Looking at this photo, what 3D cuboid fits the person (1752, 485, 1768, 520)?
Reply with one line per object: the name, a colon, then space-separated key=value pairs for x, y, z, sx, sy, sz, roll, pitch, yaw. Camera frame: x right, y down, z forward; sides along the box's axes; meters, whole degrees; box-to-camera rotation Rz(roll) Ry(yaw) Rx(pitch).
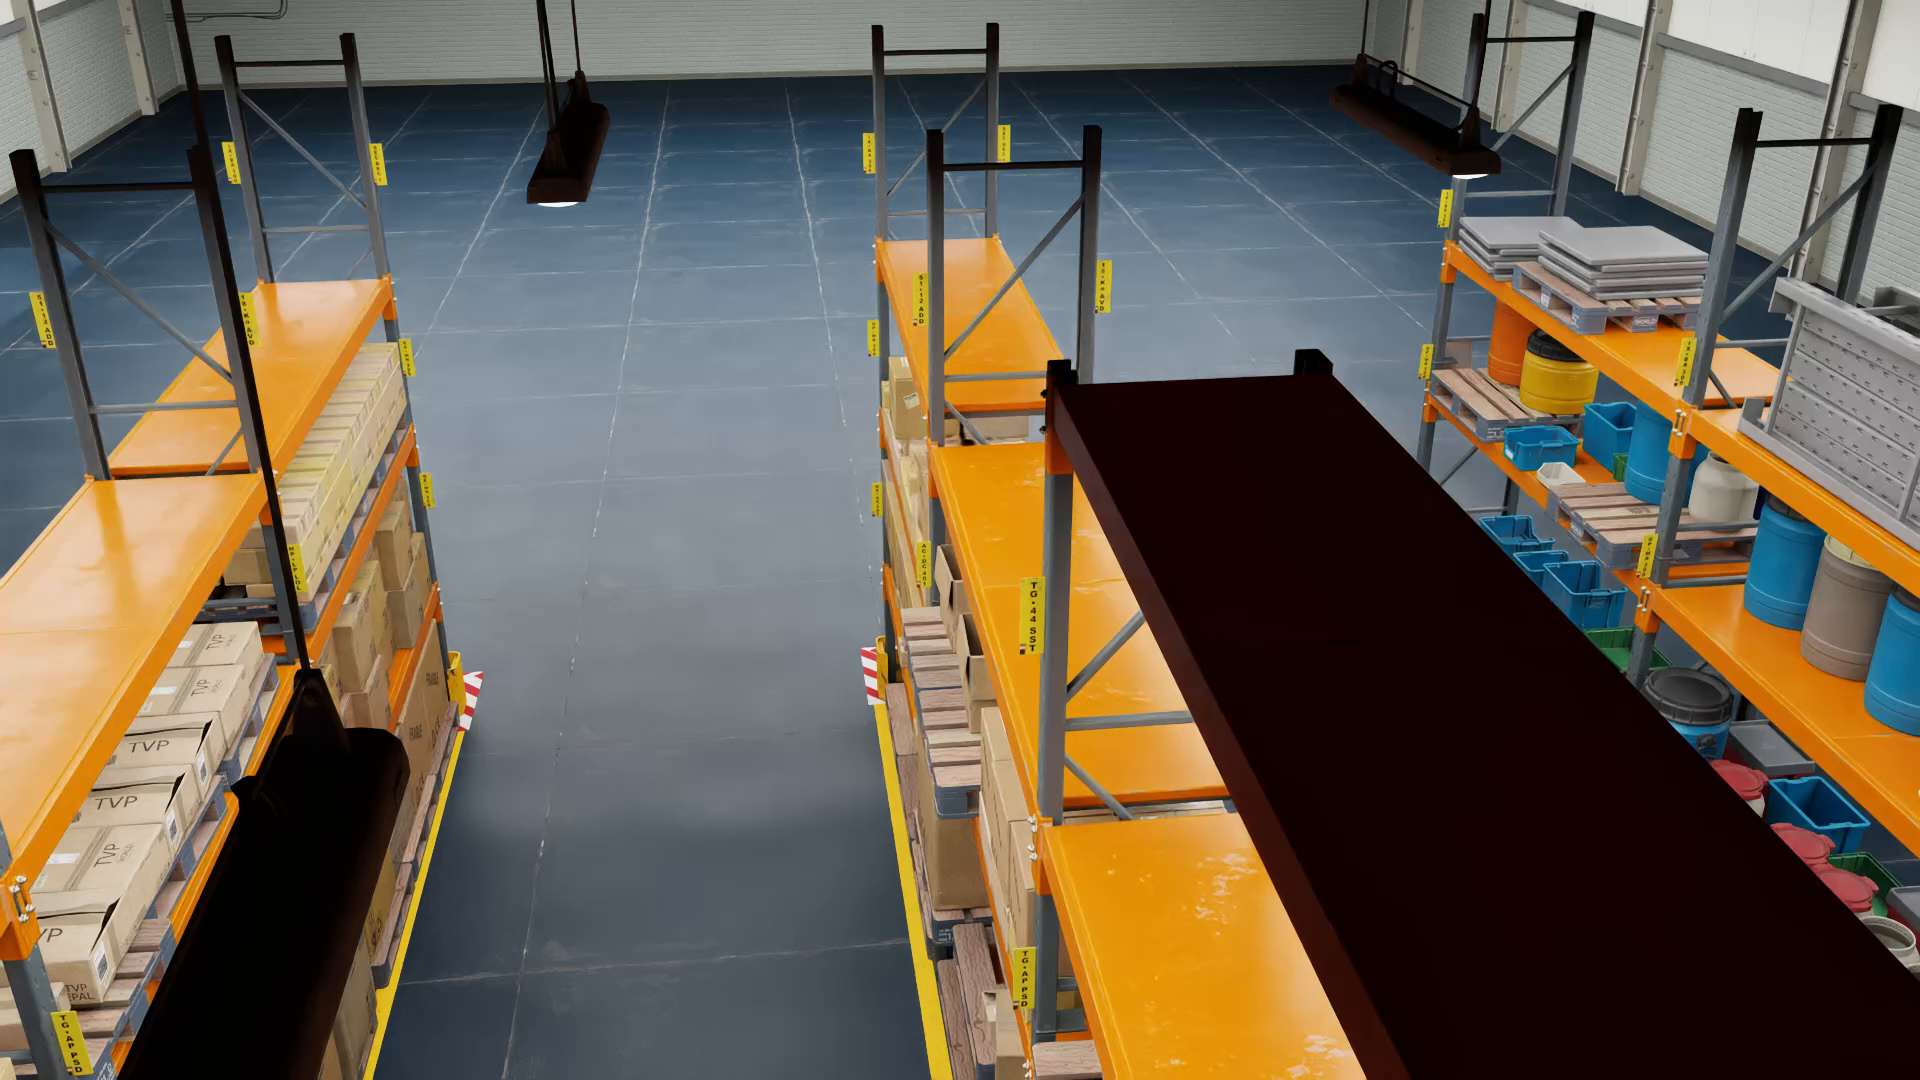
person: x=8.545 y=-0.547 z=17.802 sx=0.530 sy=1.694 sz=0.487 roll=5 pitch=26 yaw=11
